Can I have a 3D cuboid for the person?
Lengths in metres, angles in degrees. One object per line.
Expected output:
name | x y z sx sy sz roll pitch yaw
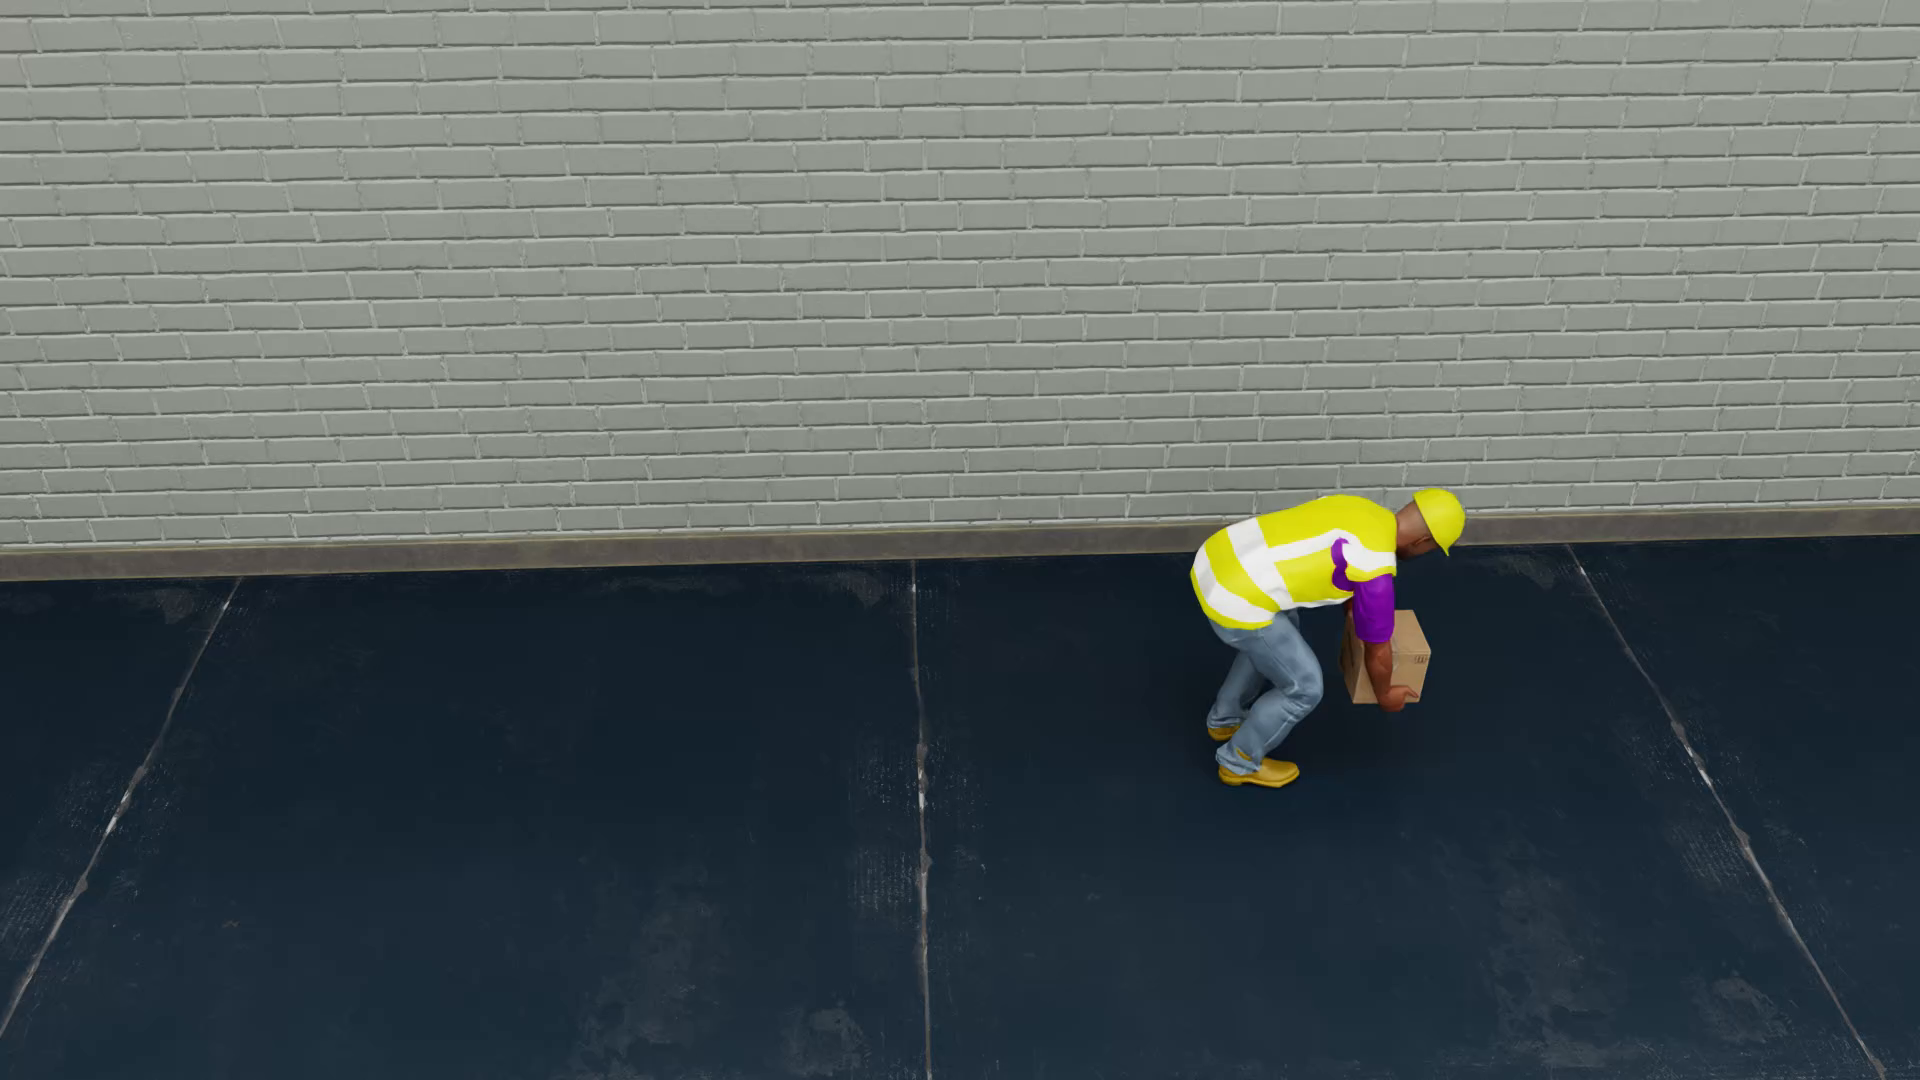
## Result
person | 1.319 0.333 6.153 0.954 1.185 0.501 -3 35 -4
